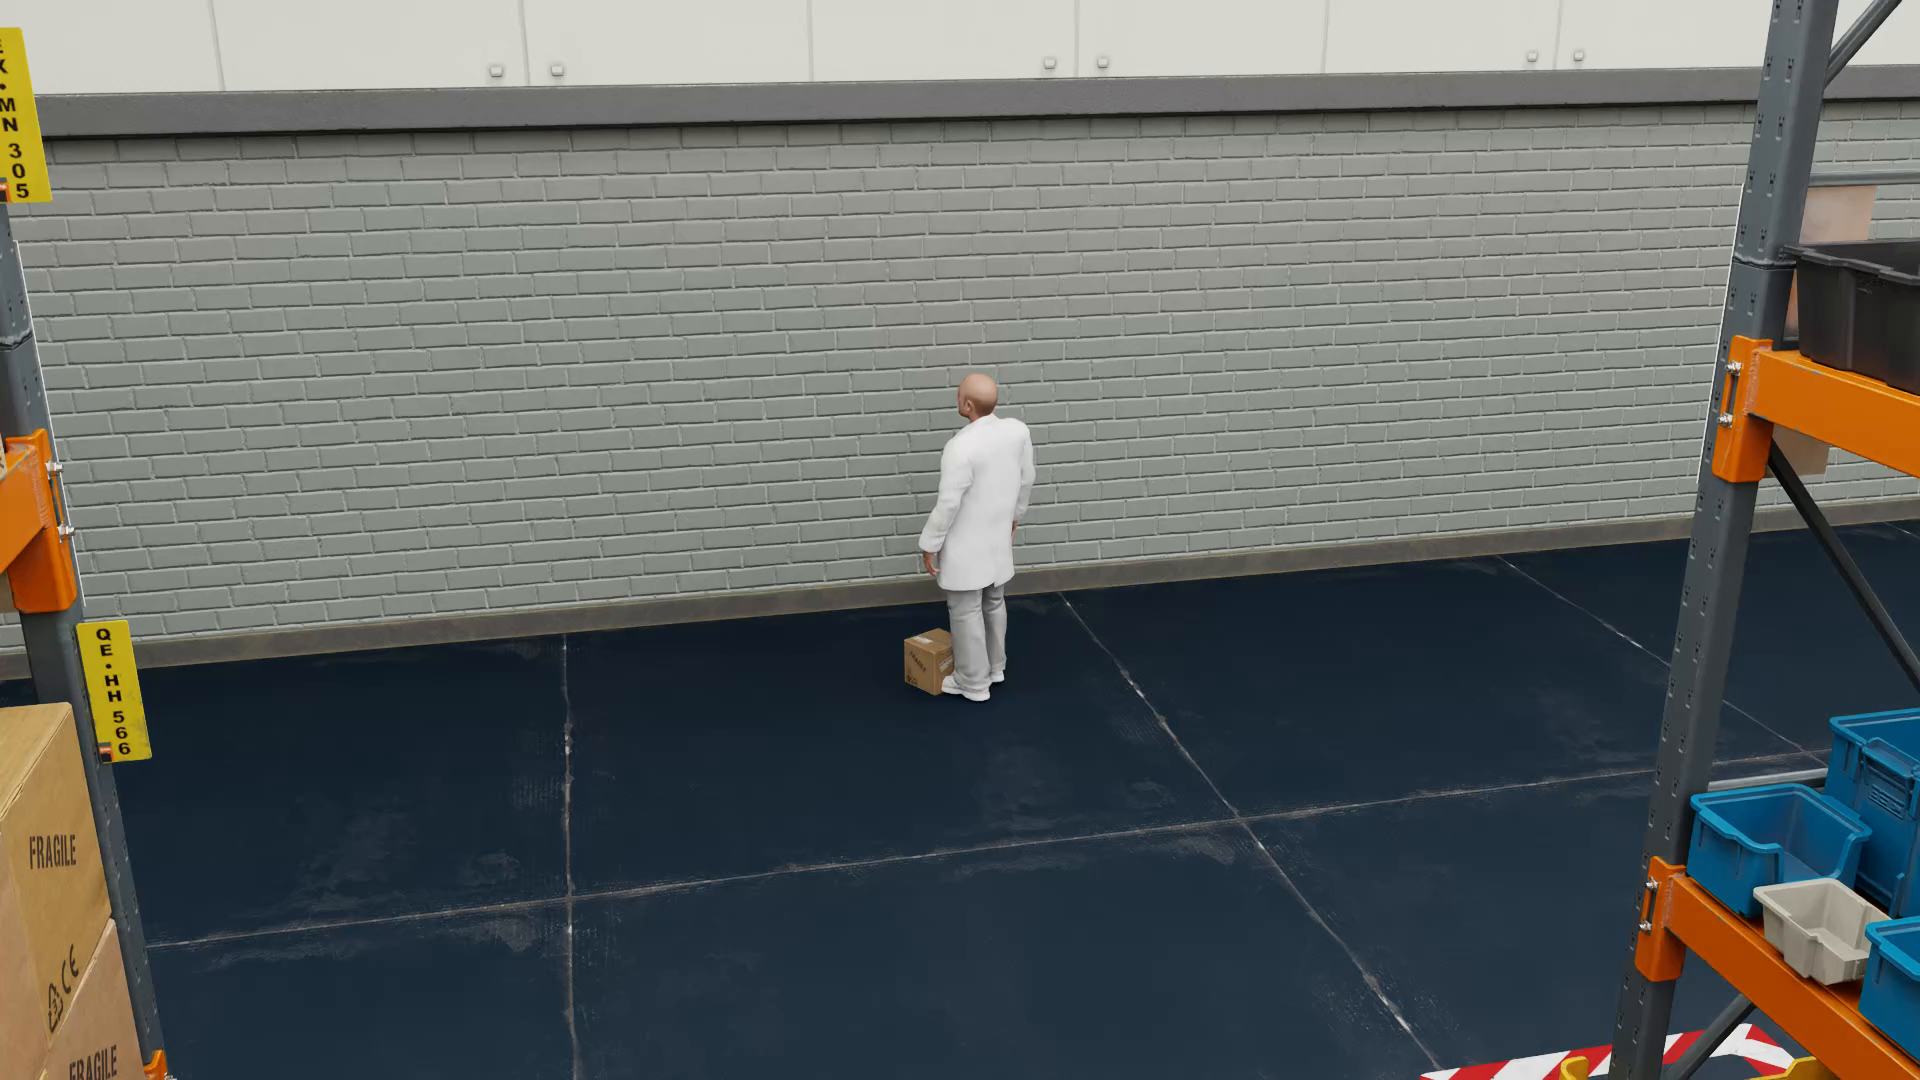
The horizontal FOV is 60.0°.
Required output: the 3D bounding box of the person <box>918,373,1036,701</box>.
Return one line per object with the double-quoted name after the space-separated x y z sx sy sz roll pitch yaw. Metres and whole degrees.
0.019 -0.031 8.651 0.698 1.776 0.580 -16 25 -39 "person"
